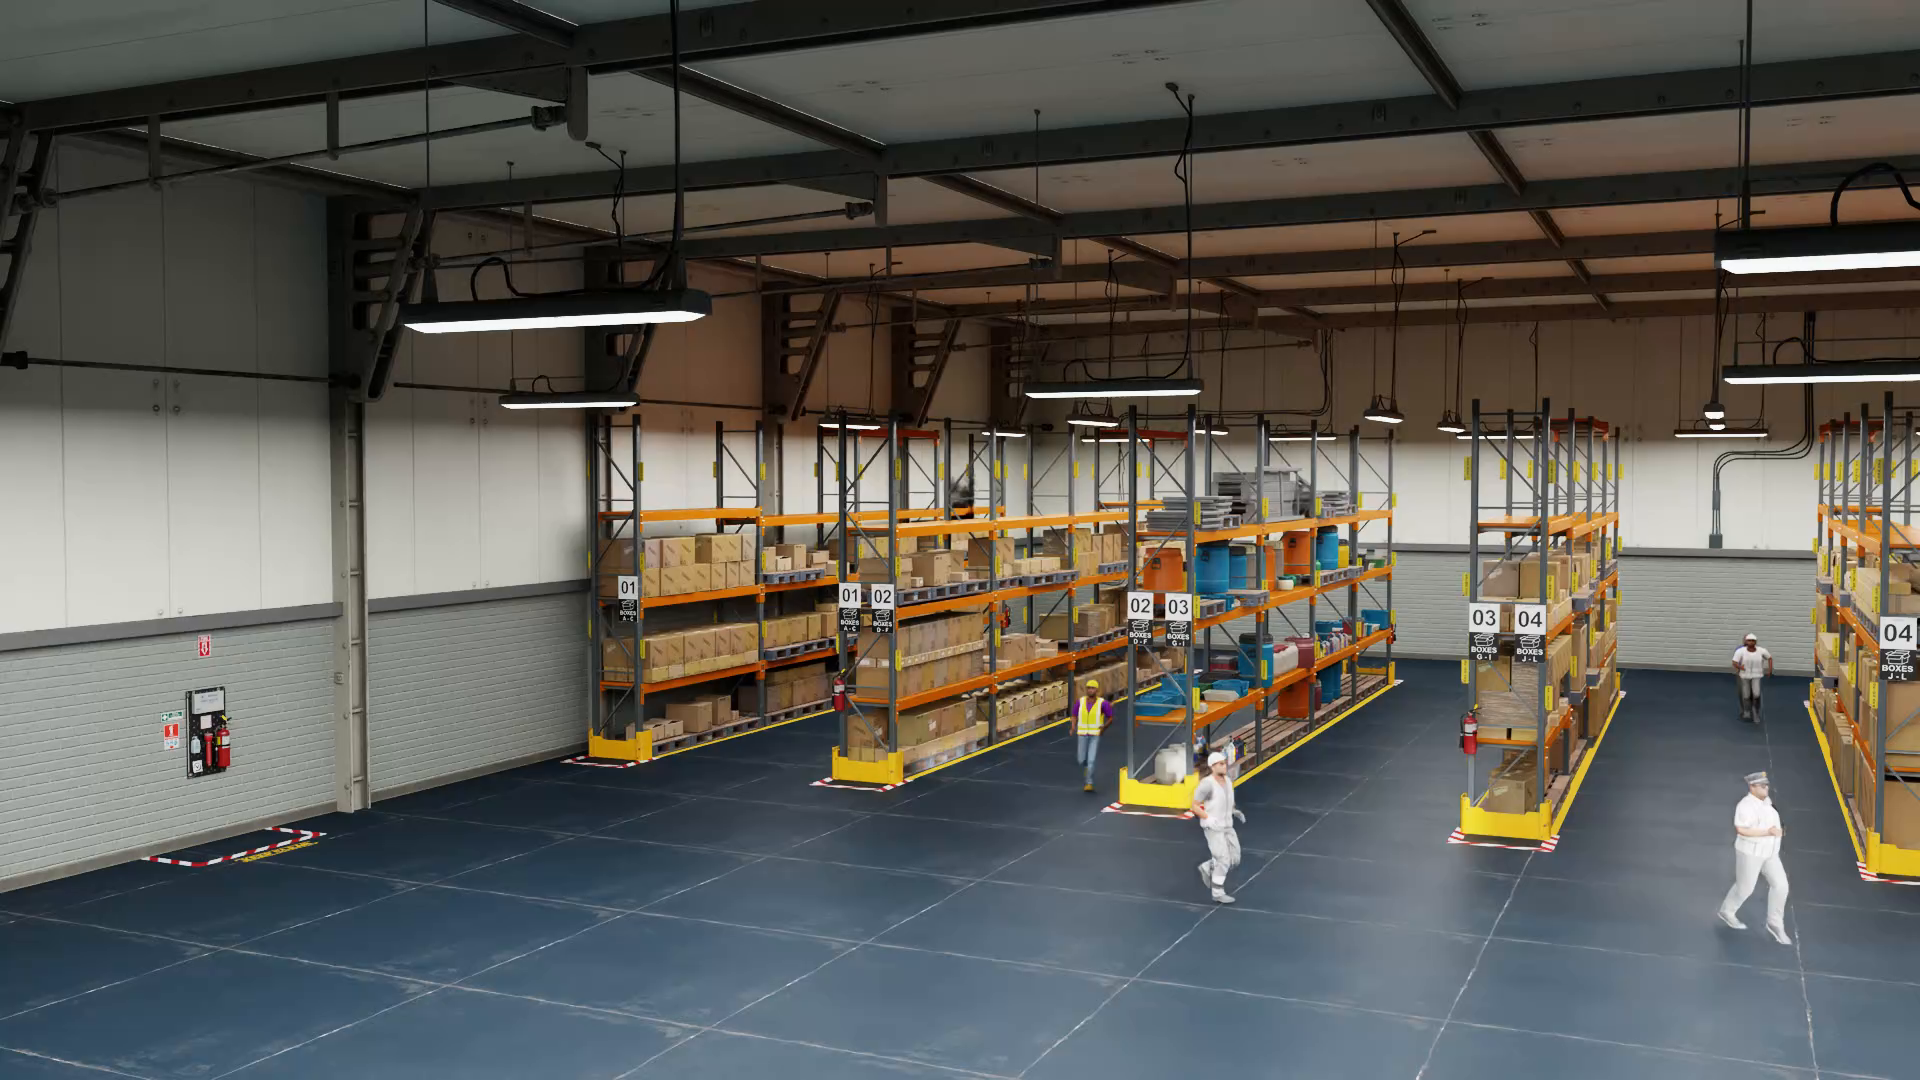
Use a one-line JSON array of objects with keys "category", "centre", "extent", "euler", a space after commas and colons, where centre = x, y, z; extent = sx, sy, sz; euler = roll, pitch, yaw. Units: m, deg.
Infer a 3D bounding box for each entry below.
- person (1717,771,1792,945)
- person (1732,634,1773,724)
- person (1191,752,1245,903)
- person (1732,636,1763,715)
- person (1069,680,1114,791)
[{"category": "person", "centre": [8.536, 3.389, 17.850], "extent": [0.643, 1.852, 0.819], "euler": [-1, 3, -25]}, {"category": "person", "centre": [15.788, 2.777, 33.144], "extent": [0.728, 1.820, 0.726], "euler": [1, 3, 26]}, {"category": "person", "centre": [2.967, 3.331, 19.341], "extent": [0.643, 1.742, 0.612], "euler": [-2, 3, -40]}, {"category": "person", "centre": [16.297, 2.787, 34.430], "extent": [0.600, 1.619, 0.552], "euler": [2, 3, 33]}, {"category": "person", "centre": [2.067, 3.063, 26.205], "extent": [0.691, 1.707, 0.663], "euler": [1, 2, 19]}]
